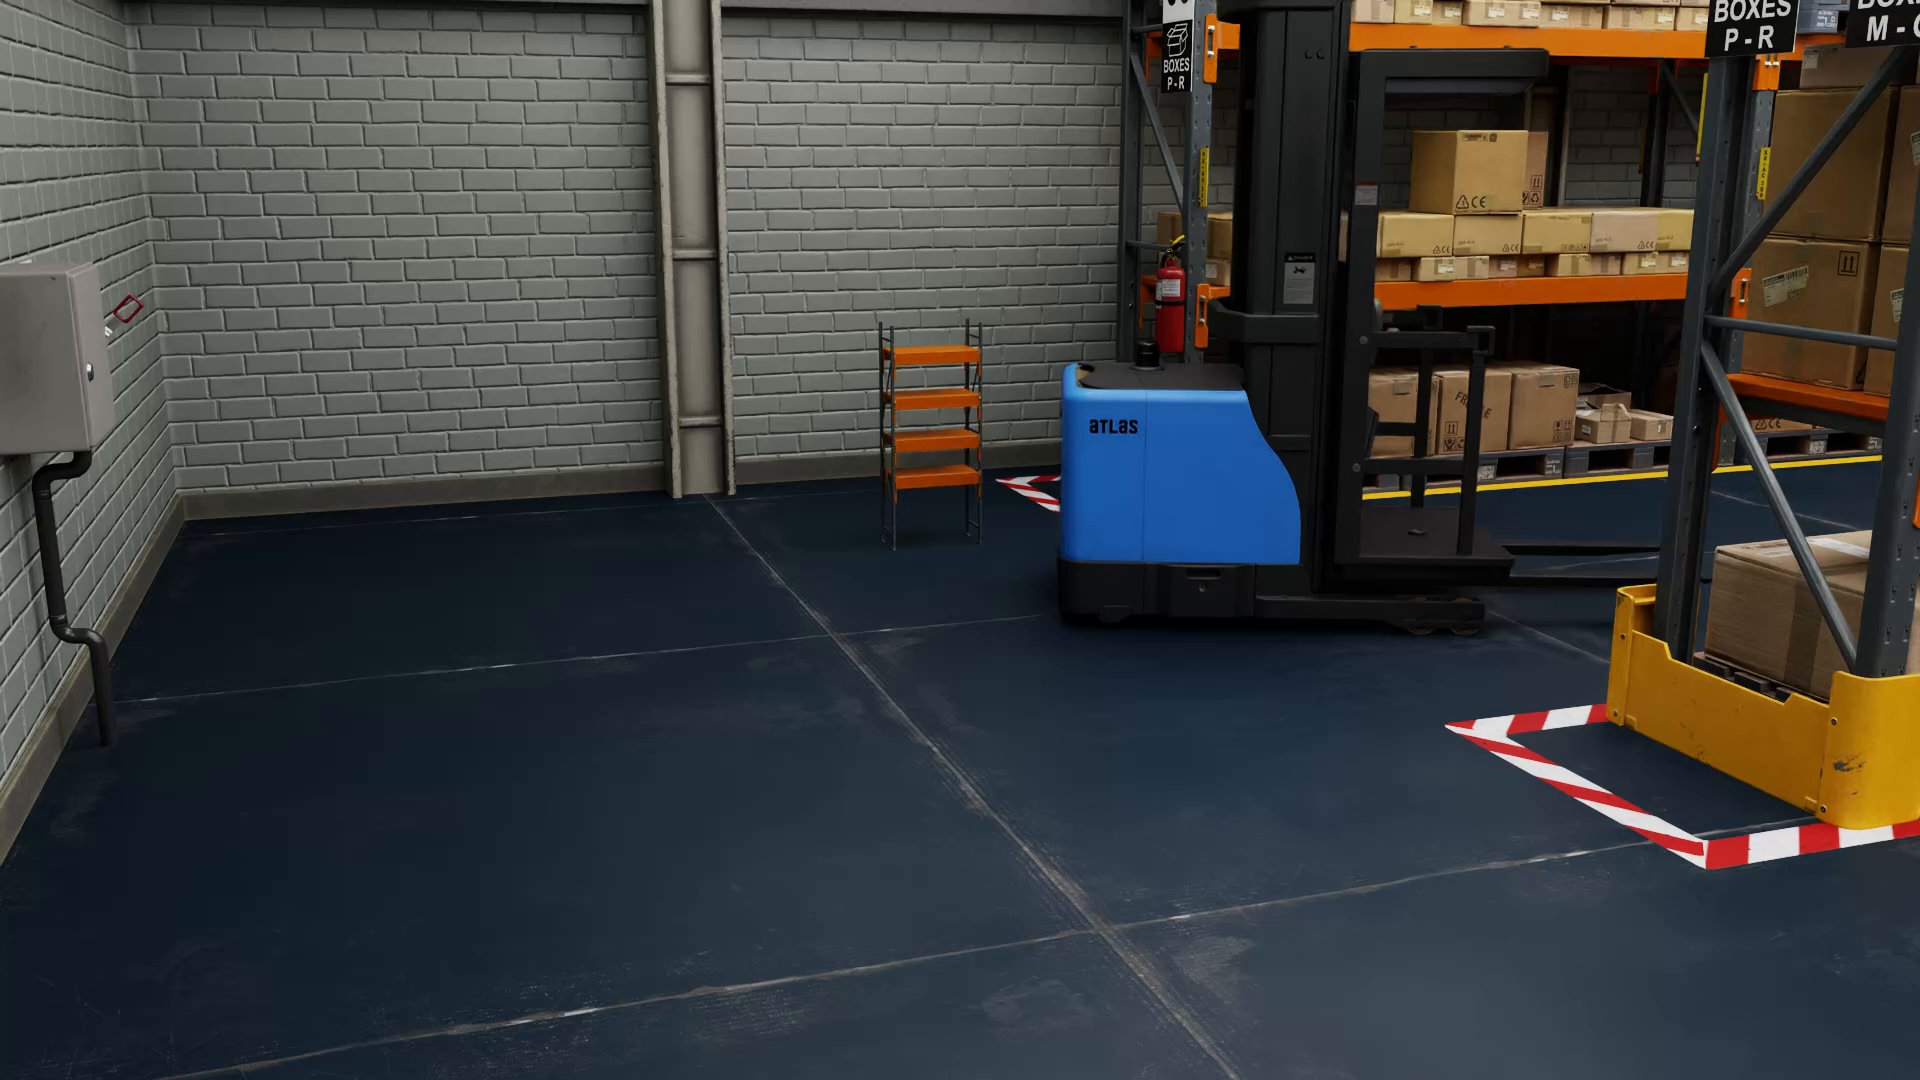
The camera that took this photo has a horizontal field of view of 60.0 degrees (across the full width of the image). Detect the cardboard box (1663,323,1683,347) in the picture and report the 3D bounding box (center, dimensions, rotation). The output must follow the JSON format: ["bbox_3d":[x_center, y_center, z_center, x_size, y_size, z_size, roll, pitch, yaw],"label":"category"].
[{"bbox_3d":[5.263,-1.455,11.872,0.250,0.149,0.380,-5,14,-20],"label":"cardboard box"}]

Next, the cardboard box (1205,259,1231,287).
[{"bbox_3d":[1.614,-1.608,9.963,0.250,0.149,0.380,-5,14,-18],"label":"cardboard box"}]

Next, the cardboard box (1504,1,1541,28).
[{"bbox_3d":[3.310,-3.187,10.119,0.250,0.149,0.380,-4,14,-17],"label":"cardboard box"}]

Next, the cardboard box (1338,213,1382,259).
[{"bbox_3d":[2.209,-1.849,10.117,0.500,0.250,0.500,-4,14,-17],"label":"cardboard box"}]

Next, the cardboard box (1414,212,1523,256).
[{"bbox_3d":[3.166,-1.930,10.455,0.500,0.250,0.500,-5,14,-20],"label":"cardboard box"}]

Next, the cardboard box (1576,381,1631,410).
[{"bbox_3d":[4.305,-0.960,11.601,0.500,0.311,0.500,-4,14,-16],"label":"cardboard box"}]

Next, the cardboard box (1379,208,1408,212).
[{"bbox_3d":[3.022,-2.042,10.925,0.500,0.250,0.500,-4,14,-18],"label":"cardboard box"}]

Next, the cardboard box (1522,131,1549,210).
[{"bbox_3d":[3.510,-2.446,11.005,0.500,0.500,0.500,-5,14,-20],"label":"cardboard box"}]

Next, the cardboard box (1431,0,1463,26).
[{"bbox_3d":[2.810,-3.164,10.025,0.250,0.149,0.380,-5,14,-19],"label":"cardboard box"}]

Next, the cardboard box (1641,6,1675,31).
[{"bbox_3d":[4.269,-3.272,10.476,0.250,0.149,0.380,-4,14,-16],"label":"cardboard box"}]

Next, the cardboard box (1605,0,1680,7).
[{"bbox_3d":[4.139,-3.461,10.410,0.500,0.250,0.500,-5,14,-20],"label":"cardboard box"}]

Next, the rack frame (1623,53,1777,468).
[{"bbox_3d":[5.006,-2.061,11.326,0.127,3.000,1.000,-4,14,-18],"label":"rack frame"}]

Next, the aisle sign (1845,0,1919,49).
[{"bbox_3d":[2.826,-1.873,4.919,0.004,0.787,0.394,-4,14,-18],"label":"aisle sign"}]

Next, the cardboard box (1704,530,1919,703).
[{"bbox_3d":[3.395,0.294,6.054,0.875,0.438,0.875,-5,14,-20],"label":"cardboard box"}]

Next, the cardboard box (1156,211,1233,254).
[{"bbox_3d":[1.566,-1.930,10.455,0.500,0.250,0.500,-4,14,-16],"label":"cardboard box"}]

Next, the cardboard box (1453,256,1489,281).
[{"bbox_3d":[3.094,-1.716,10.417,0.250,0.149,0.380,-4,14,-17],"label":"cardboard box"}]

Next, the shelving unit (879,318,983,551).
[{"bbox_3d":[-0.157,-0.571,8.953,0.503,1.200,0.258,-4,14,-18],"label":"shelving unit"}]

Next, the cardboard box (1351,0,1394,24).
[{"bbox_3d":[2.349,-3.112,9.803,0.250,0.149,0.380,-4,14,-17],"label":"cardboard box"}]

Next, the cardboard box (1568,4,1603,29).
[{"bbox_3d":[3.772,-3.241,10.348,0.250,0.149,0.380,-4,14,-16],"label":"cardboard box"}]

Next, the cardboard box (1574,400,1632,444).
[{"bbox_3d":[4.233,-0.803,11.039,0.258,0.266,0.396,-4,14,-16],"label":"cardboard box"}]

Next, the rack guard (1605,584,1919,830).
[{"bbox_3d":[2.779,0.540,5.791,0.348,0.500,1.175,-4,14,-18],"label":"rack guard"}]

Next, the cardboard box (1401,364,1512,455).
[{"bbox_3d":[3.180,-0.850,10.729,0.500,0.500,0.500,-4,14,-17],"label":"cardboard box"}]

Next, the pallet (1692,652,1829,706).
[{"bbox_3d":[3.535,0.603,6.152,1.213,0.211,1.003,-4,14,-18],"label":"pallet"}]

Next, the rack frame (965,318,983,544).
[{"bbox_3d":[0.074,-0.590,9.028,0.015,1.200,0.240,-4,14,-18],"label":"rack frame"}]

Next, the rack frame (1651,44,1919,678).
[{"bbox_3d":[2.802,-0.678,5.509,0.127,3.000,1.000,-4,14,-18],"label":"rack frame"}]

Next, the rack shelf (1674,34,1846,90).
[{"bbox_3d":[6.902,-3.318,11.683,4.000,0.370,1.077,-4,14,-18],"label":"rack shelf"}]

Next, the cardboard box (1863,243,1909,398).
[{"bbox_3d":[3.348,-0.699,5.382,0.500,0.500,0.500,-5,14,-19],"label":"cardboard box"}]

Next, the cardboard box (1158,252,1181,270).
[{"bbox_3d":[1.443,-1.727,10.464,0.250,0.149,0.380,-5,14,-19],"label":"cardboard box"}]

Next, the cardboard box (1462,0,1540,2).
[{"bbox_3d":[3.170,-3.390,10.112,0.500,0.250,0.500,-5,14,-19],"label":"cardboard box"}]

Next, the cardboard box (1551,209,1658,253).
[{"bbox_3d":[4.131,-2.002,10.757,0.500,0.250,0.500,-4,14,-18],"label":"cardboard box"}]

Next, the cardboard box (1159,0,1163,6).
[{"bbox_3d":[1.550,-3.389,10.110,0.500,0.250,0.500,-5,14,-19],"label":"cardboard box"}]

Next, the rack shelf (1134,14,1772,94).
[{"bbox_3d":[3.111,-3.023,10.442,4.000,0.370,1.077,-4,14,-18],"label":"rack shelf"}]

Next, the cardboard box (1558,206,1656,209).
[{"bbox_3d":[4.451,-2.156,11.404,0.500,0.250,0.500,-5,14,-19],"label":"cardboard box"}]

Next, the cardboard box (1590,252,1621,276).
[{"bbox_3d":[4.049,-1.798,10.763,0.250,0.149,0.380,-4,14,-17],"label":"cardboard box"}]

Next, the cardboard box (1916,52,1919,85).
[{"bbox_3d":[3.226,-1.494,5.162,0.250,0.149,0.380,-4,14,-17],"label":"cardboard box"}]

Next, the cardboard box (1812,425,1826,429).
[{"bbox_3d":[6.038,-1.077,11.684,0.500,0.500,0.500,-5,14,-19],"label":"cardboard box"}]

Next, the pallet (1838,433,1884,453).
[{"bbox_3d":[6.923,-0.864,12.318,1.213,0.211,1.003,-4,14,-18],"label":"pallet"}]

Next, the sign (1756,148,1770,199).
[{"bbox_3d":[5.186,-2.364,10.728,0.005,0.325,0.100,-4,14,-18],"label":"sign"}]

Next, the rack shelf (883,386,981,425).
[{"bbox_3d":[-0.157,-0.724,8.916,0.480,0.148,0.258,-4,14,-18],"label":"rack shelf"}]

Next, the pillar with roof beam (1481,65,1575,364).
[{"bbox_3d":[5.432,-4.182,7.277,0.400,9.000,9.100,-4,14,-18],"label":"pillar with roof beam"}]

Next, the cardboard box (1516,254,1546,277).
[{"bbox_3d":[3.535,-1.779,10.681,0.250,0.149,0.380,-4,14,-17],"label":"cardboard box"}]

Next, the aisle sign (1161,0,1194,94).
[{"bbox_3d":[1.244,-2.961,9.492,0.004,0.787,0.394,-4,14,-18],"label":"aisle sign"}]

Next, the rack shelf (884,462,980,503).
[{"bbox_3d":[-0.157,-0.313,9.014,0.480,0.148,0.258,-4,14,-18],"label":"rack shelf"}]

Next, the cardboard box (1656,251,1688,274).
[{"bbox_3d":[4.545,-1.836,10.923,0.250,0.149,0.380,-4,14,-17],"label":"cardboard box"}]

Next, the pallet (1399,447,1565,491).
[{"bbox_3d":[3.197,-0.563,11.054,1.213,0.211,1.003,-4,14,-18],"label":"pallet"}]

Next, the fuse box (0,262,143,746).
[{"bbox_3d":[-3.067,-0.101,5.869,0.414,1.711,0.539,-4,14,-18],"label":"fuse box"}]

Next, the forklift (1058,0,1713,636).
[{"bbox_3d":[1.981,-1.128,7.553,3.031,2.935,1.130,1,13,3],"label":"forklift"}]

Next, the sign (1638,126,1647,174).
[{"bbox_3d":[4.826,-2.746,11.703,0.005,0.325,0.100,-4,14,-18],"label":"sign"}]

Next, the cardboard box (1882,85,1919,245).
[{"bbox_3d":[3.347,-1.186,5.268,0.500,0.500,0.500,-5,14,-19],"label":"cardboard box"}]

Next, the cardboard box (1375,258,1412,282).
[{"bbox_3d":[2.587,-1.690,10.308,0.250,0.149,0.380,-4,14,-17],"label":"cardboard box"}]
